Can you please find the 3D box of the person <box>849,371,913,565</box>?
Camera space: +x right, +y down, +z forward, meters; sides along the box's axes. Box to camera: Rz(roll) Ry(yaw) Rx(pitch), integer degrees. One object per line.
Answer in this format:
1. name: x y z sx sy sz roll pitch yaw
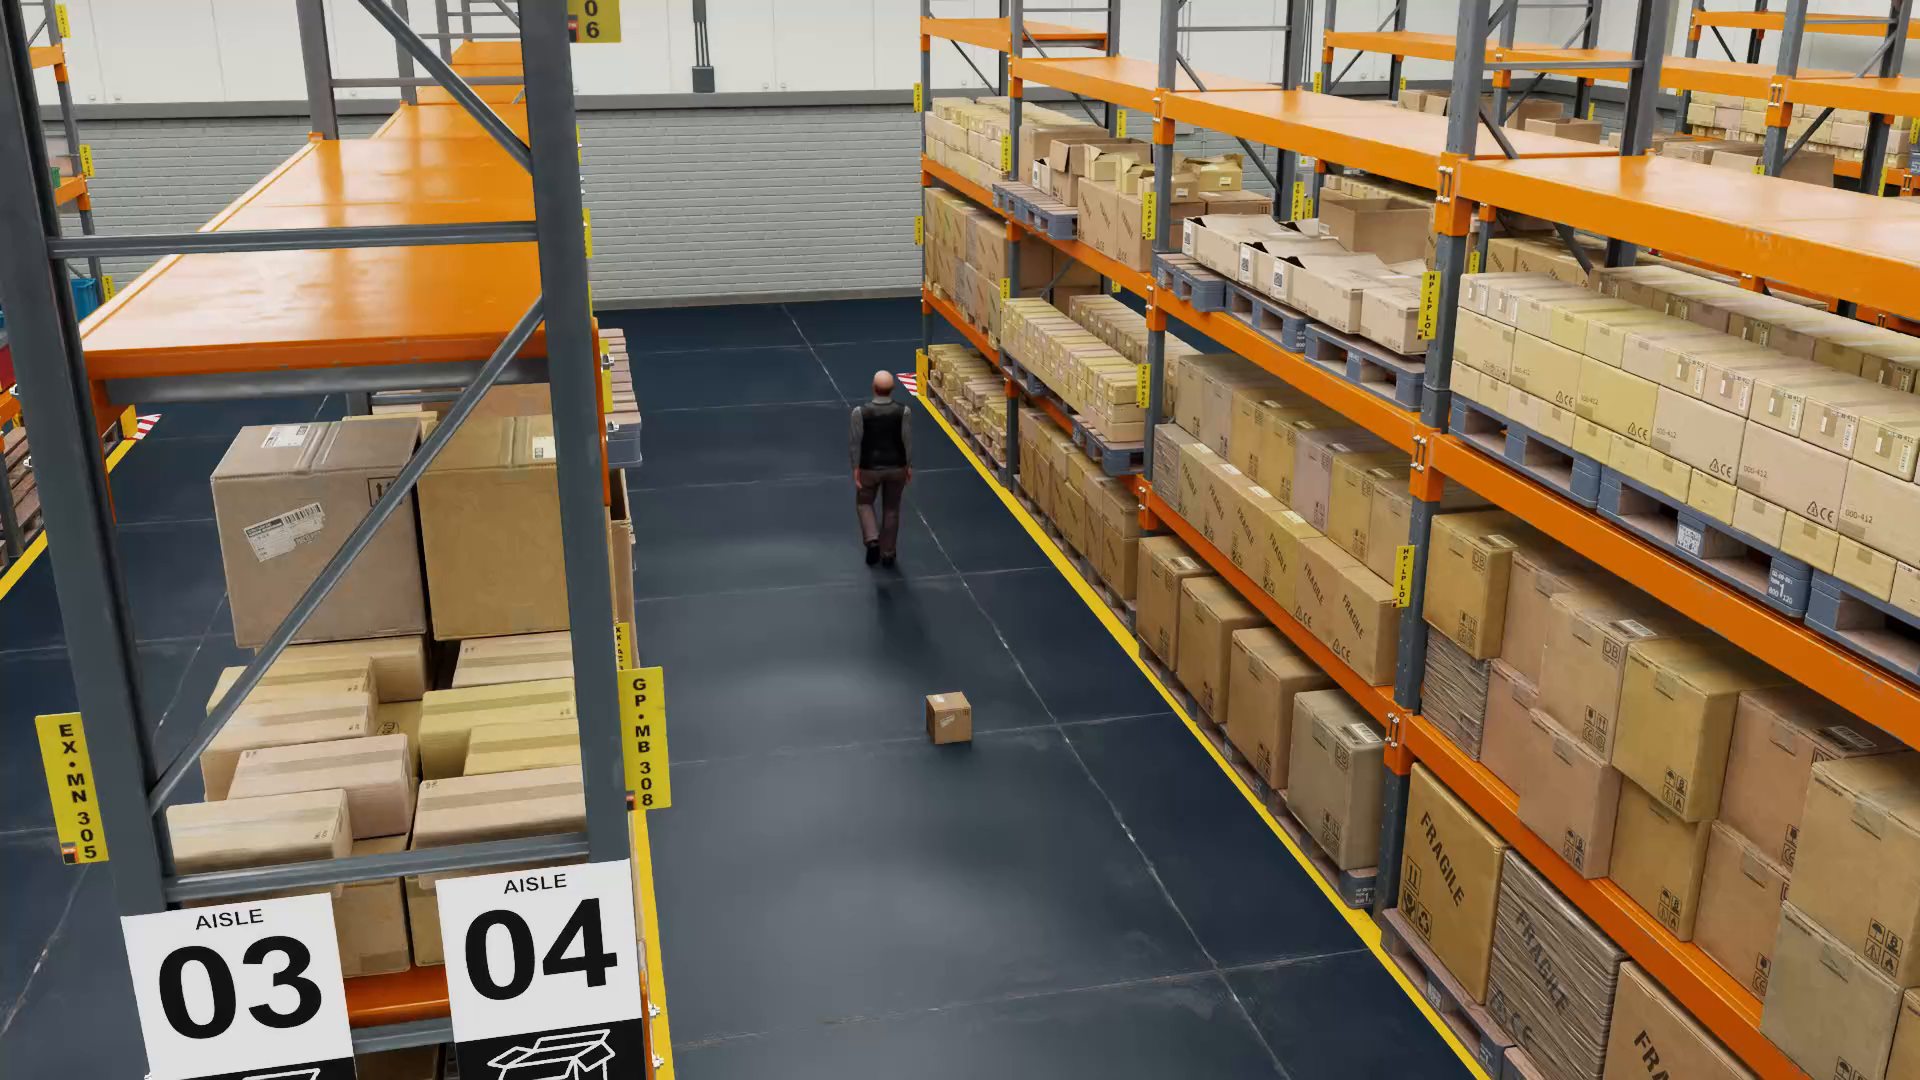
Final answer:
1. person: -0.663 -0.597 14.049 0.540 1.709 0.551 -2 20 -6
